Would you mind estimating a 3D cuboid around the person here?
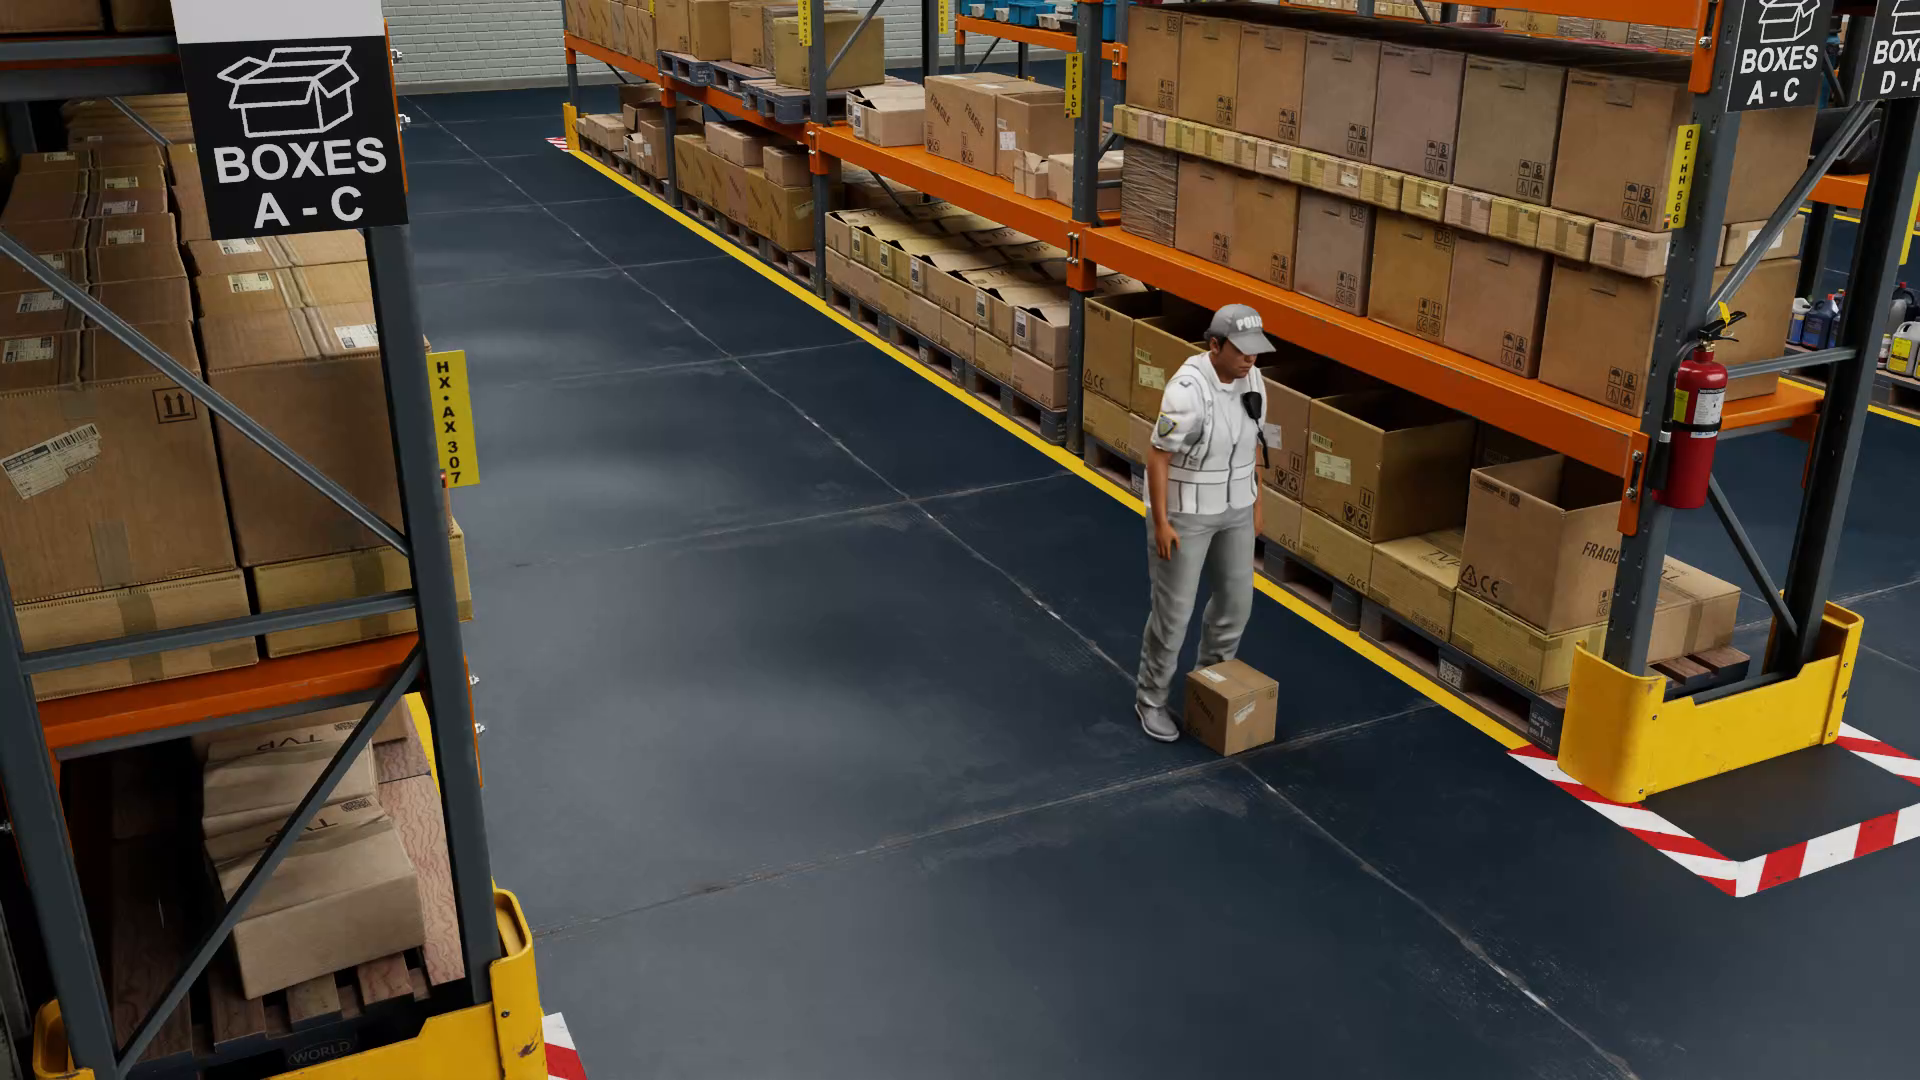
[{"bbox_3d":[0.931,-0.086,6.292,0.563,1.665,0.471,-13,25,-28],"label":"person"}]
